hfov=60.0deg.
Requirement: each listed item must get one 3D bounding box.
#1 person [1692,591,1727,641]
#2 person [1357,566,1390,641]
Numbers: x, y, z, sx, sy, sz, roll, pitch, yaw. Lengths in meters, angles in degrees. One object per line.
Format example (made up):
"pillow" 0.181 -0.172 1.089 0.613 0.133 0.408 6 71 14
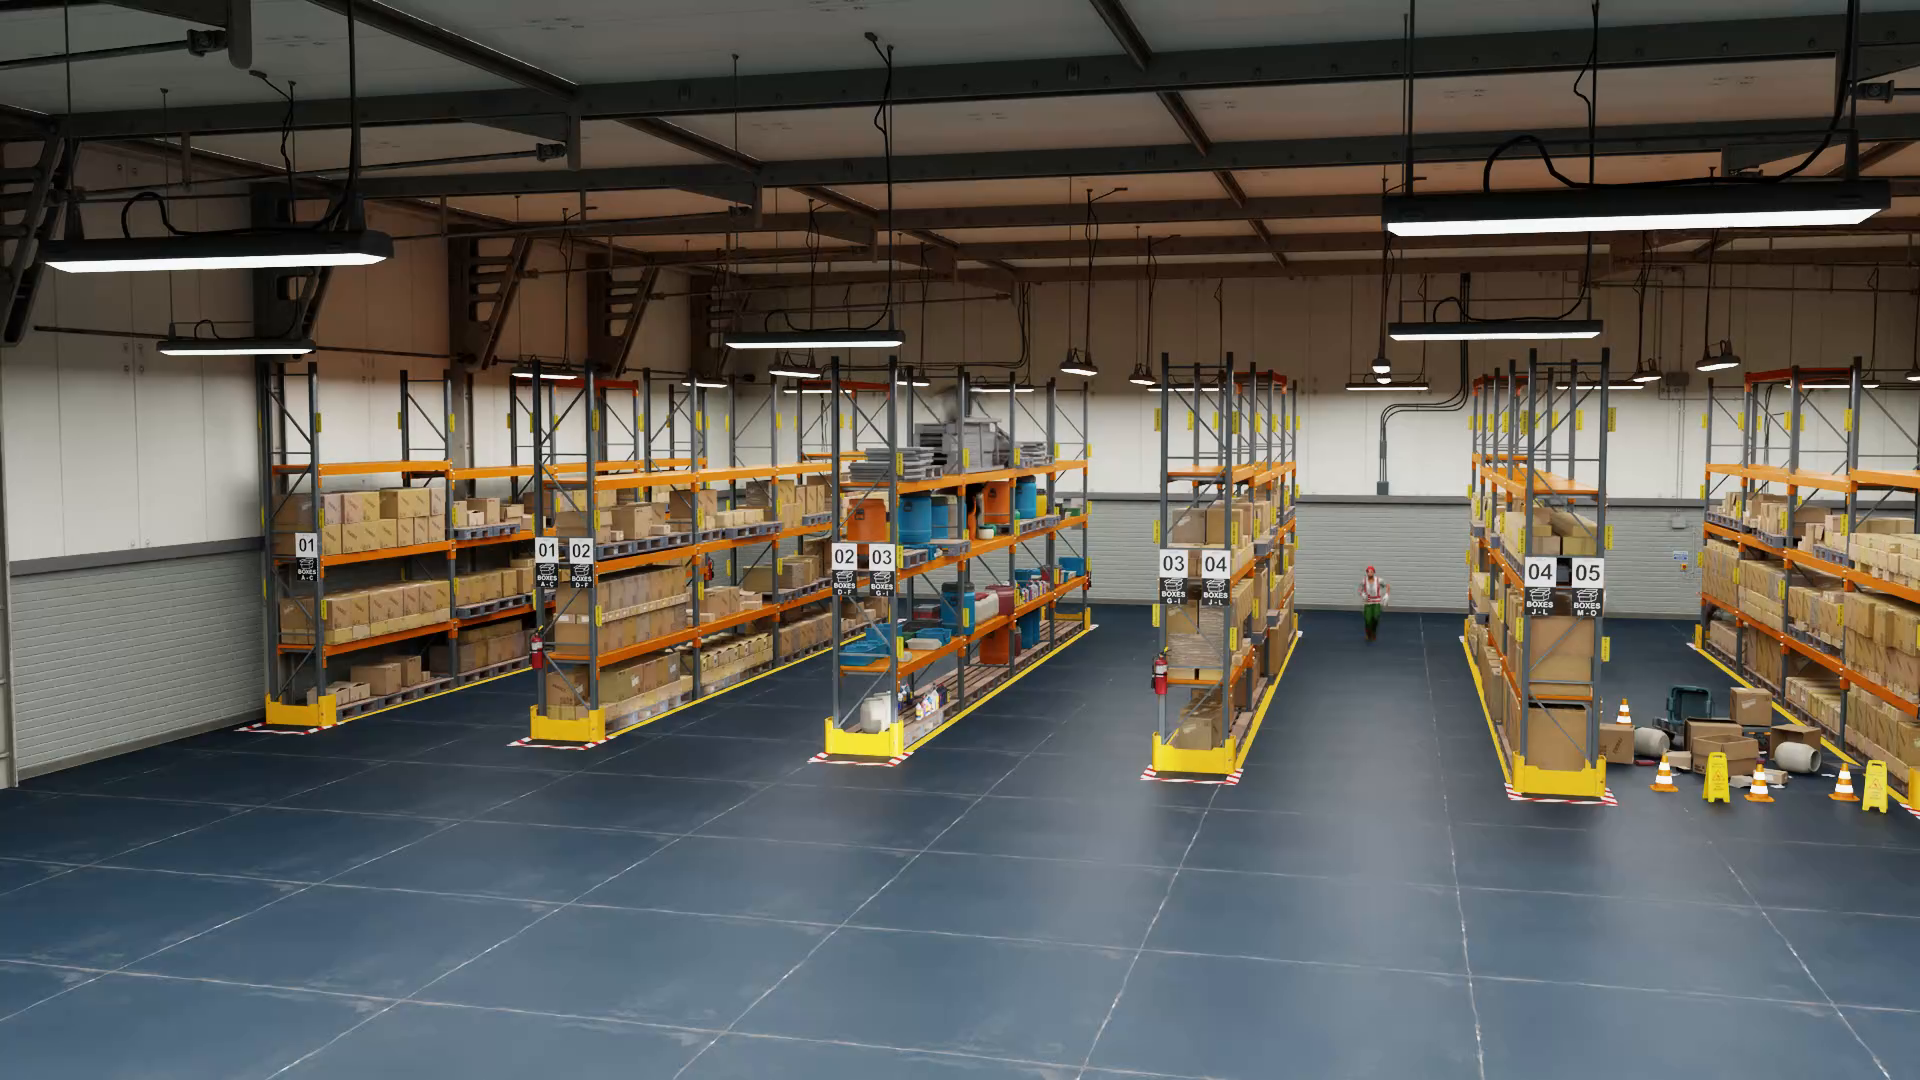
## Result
"person" 17.300 1.445 38.191 0.918 1.764 0.712 0 4 3
"person" 9.360 1.454 37.732 0.671 1.732 0.826 2 4 21
